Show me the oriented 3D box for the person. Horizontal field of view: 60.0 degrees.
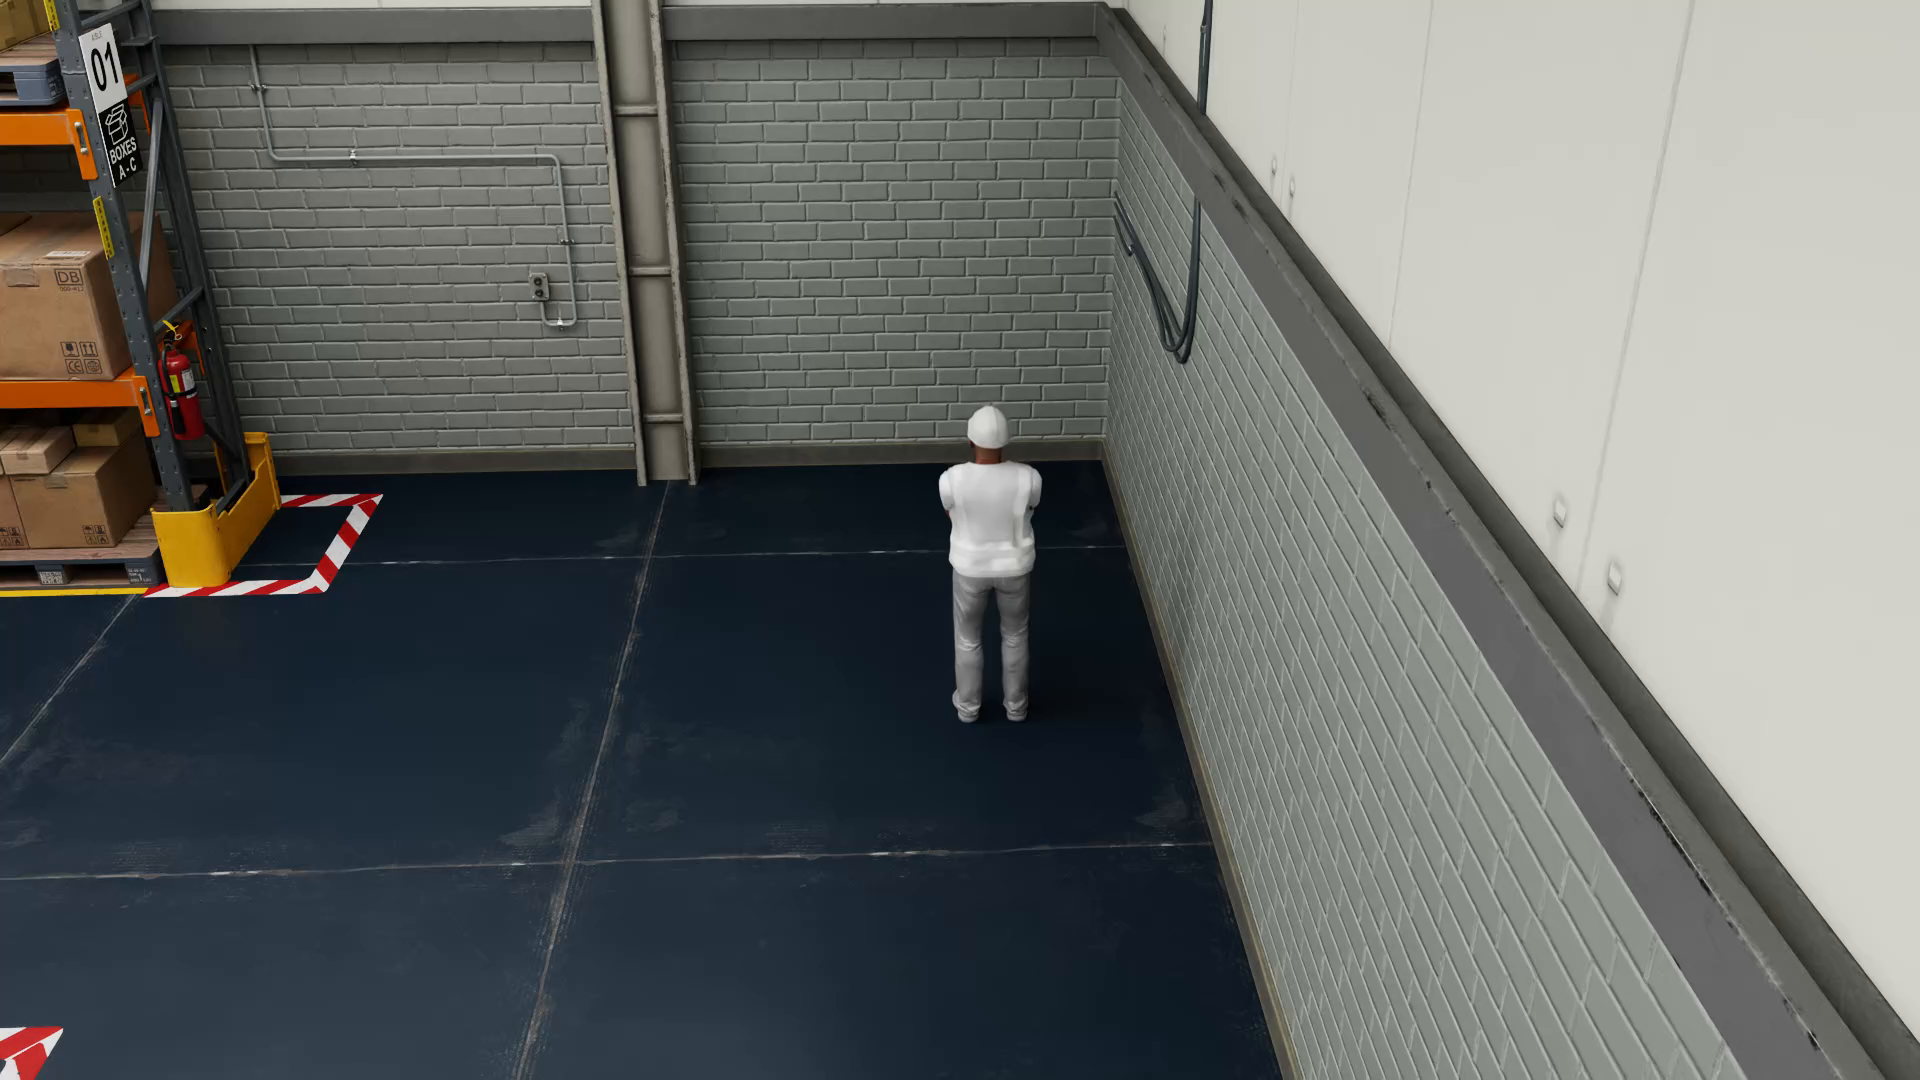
[{"bbox_3d":[0.145,0.085,8.439,0.503,1.758,0.577,-1,27,-2],"label":"person"}]
